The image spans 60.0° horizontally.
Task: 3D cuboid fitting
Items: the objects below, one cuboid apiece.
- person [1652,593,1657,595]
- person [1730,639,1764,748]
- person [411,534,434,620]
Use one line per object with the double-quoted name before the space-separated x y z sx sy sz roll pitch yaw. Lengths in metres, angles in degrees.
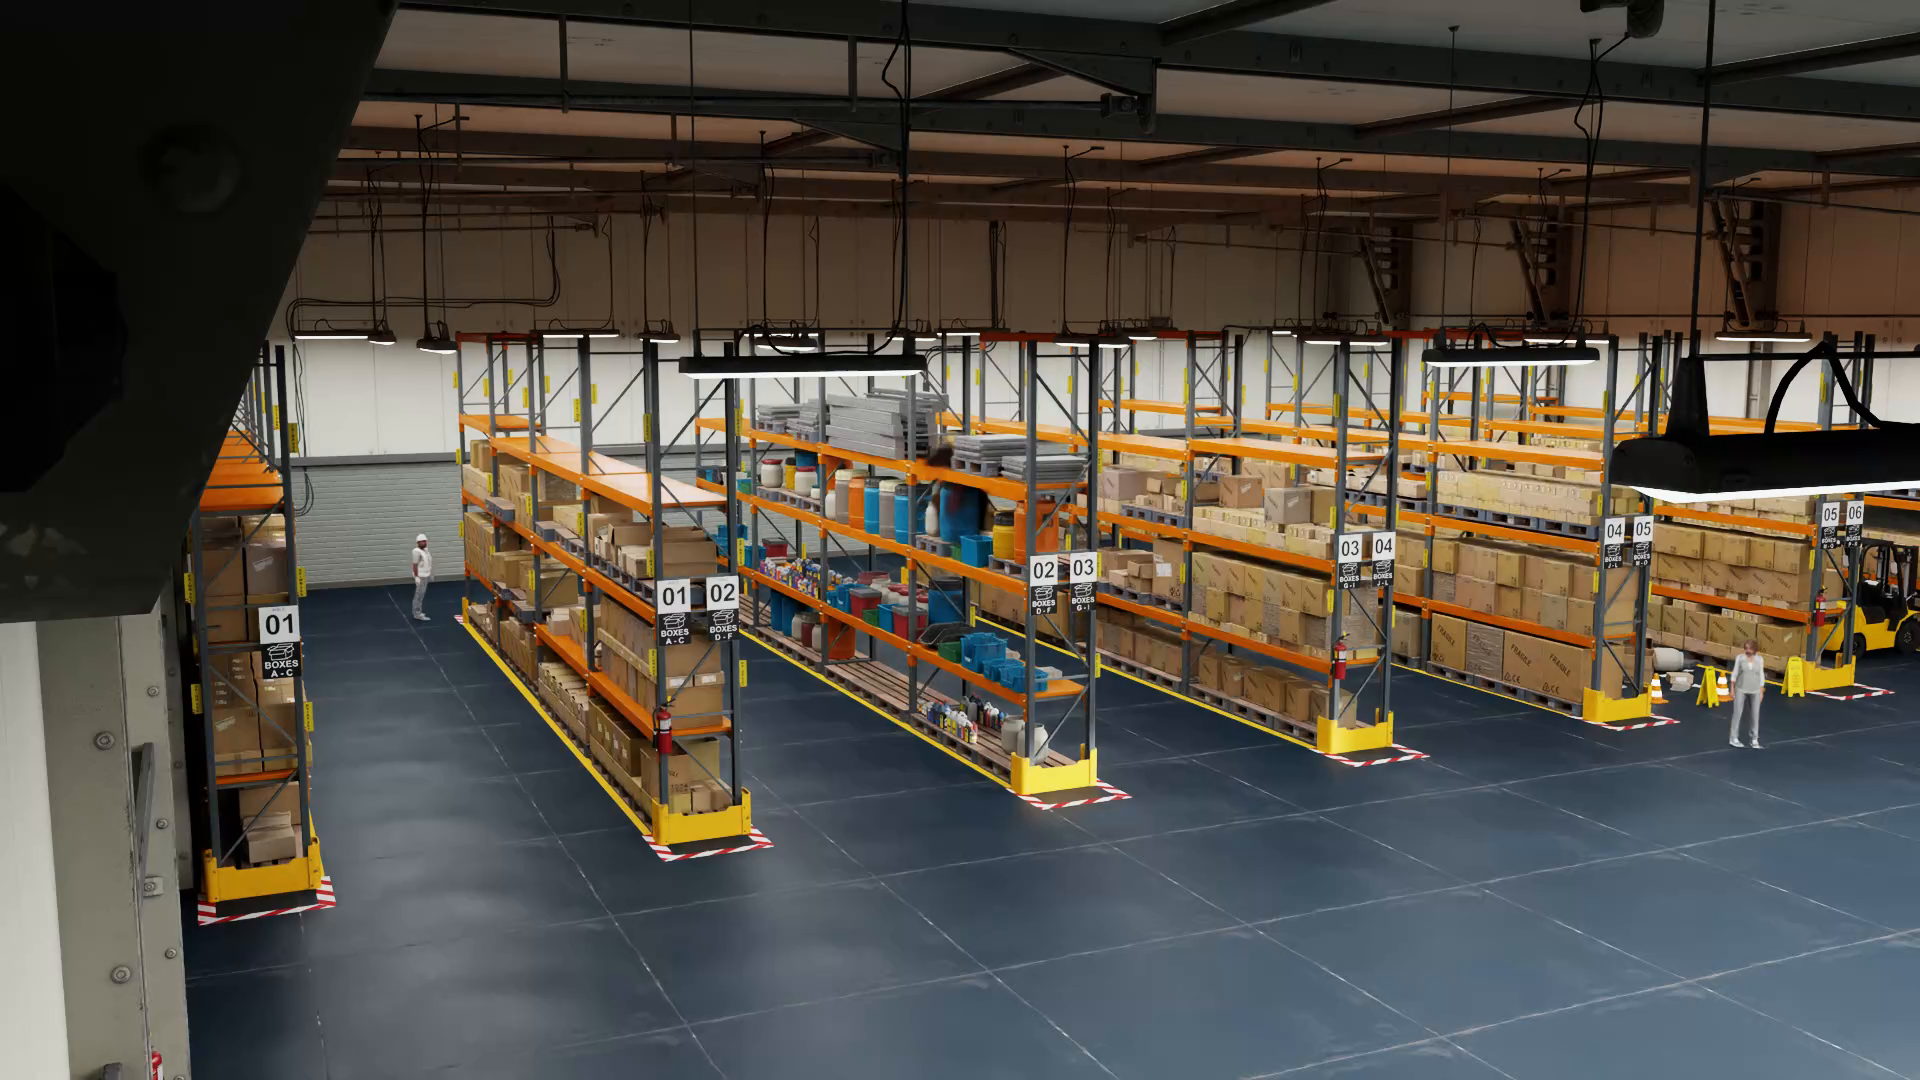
"person" 14.565 0.855 34.645 0.395 1.666 0.483 0 8 0
"person" 11.577 2.247 24.459 0.455 1.603 0.367 2 8 16
"person" -11.259 0.771 34.775 0.418 1.799 0.616 -1 8 -6
